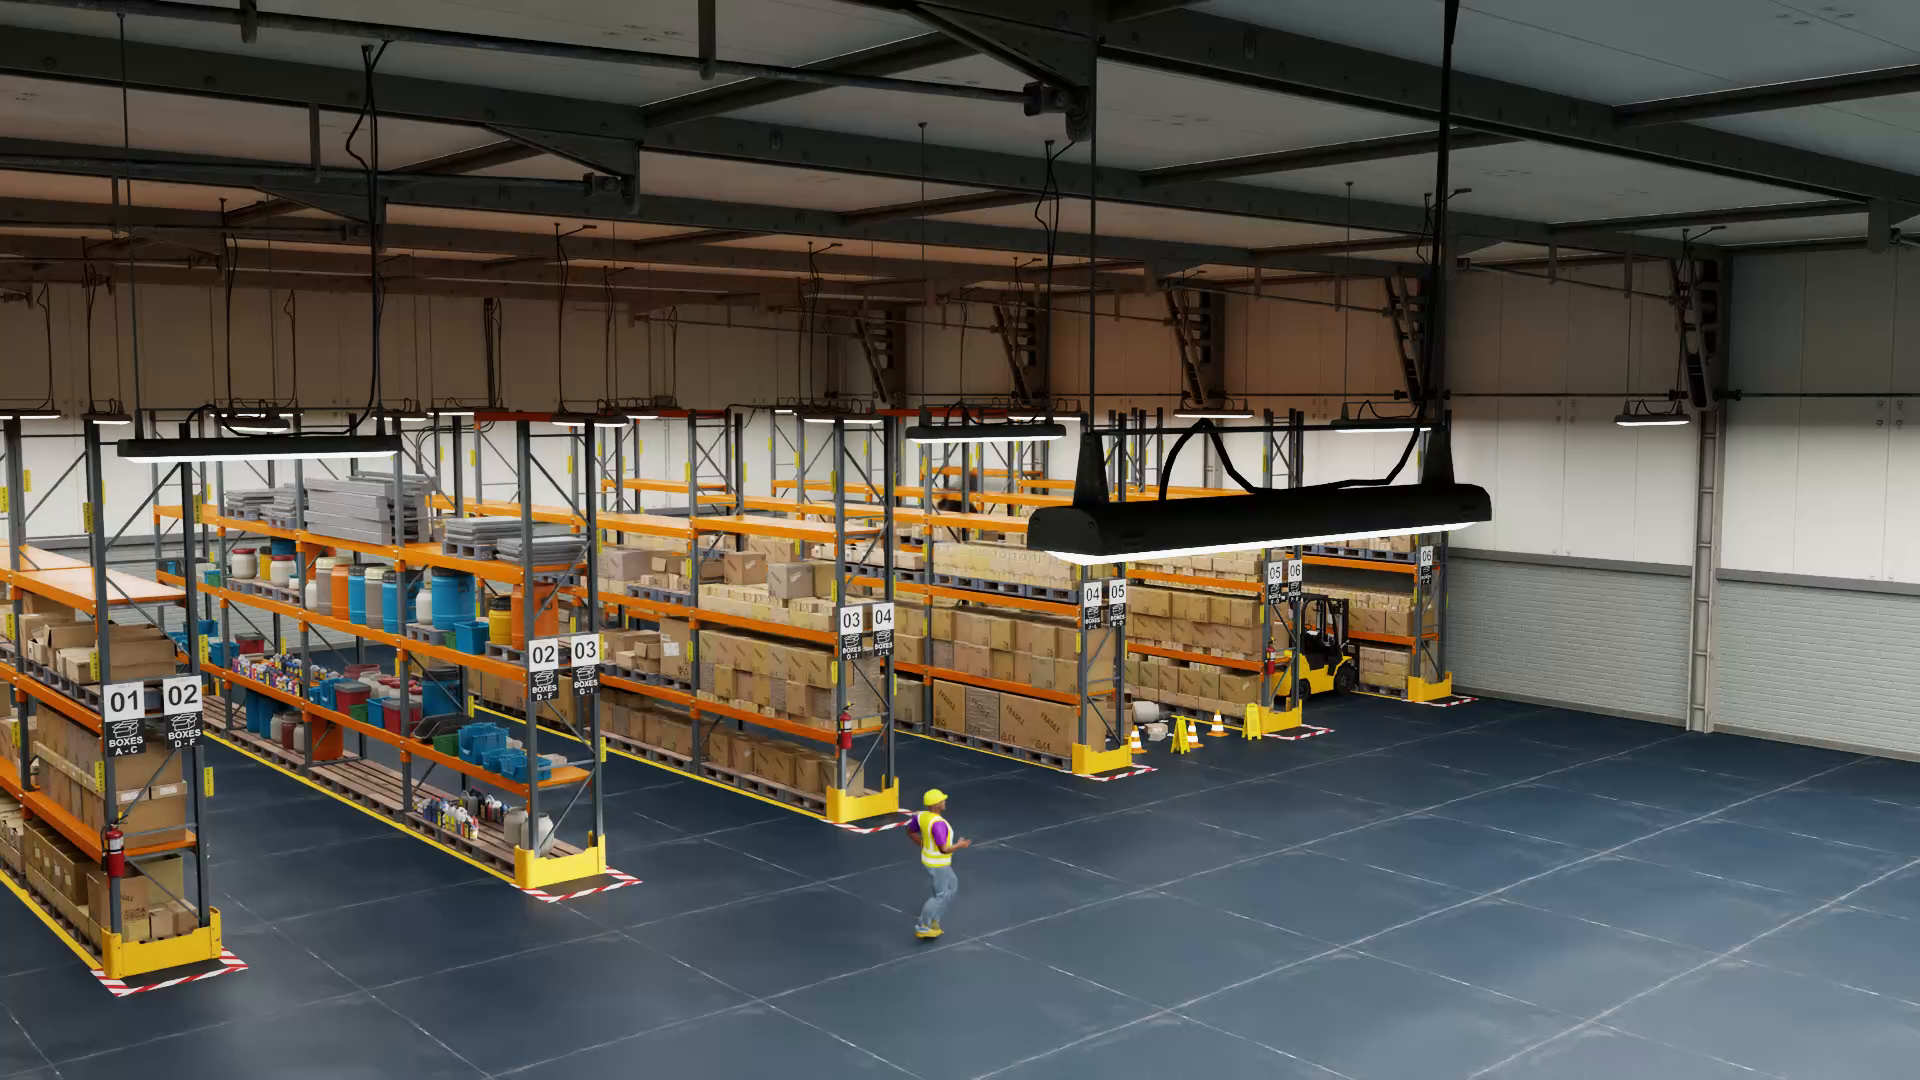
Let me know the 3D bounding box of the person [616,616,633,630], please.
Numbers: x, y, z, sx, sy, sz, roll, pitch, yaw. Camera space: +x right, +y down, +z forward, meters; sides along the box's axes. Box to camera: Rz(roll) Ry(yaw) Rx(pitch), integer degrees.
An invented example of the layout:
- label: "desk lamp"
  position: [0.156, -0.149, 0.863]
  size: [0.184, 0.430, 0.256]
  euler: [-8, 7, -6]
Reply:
- label: "person"
  position: [-8.367, 1.890, 41.549]
  size: [0.757, 1.637, 0.753]
  euler: [0, 5, -4]

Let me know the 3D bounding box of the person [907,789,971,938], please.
- label: "person"
  position: [-0.226, 3.761, 19.332]
  size: [0.649, 1.772, 0.677]
  euler: [-2, 5, -17]
